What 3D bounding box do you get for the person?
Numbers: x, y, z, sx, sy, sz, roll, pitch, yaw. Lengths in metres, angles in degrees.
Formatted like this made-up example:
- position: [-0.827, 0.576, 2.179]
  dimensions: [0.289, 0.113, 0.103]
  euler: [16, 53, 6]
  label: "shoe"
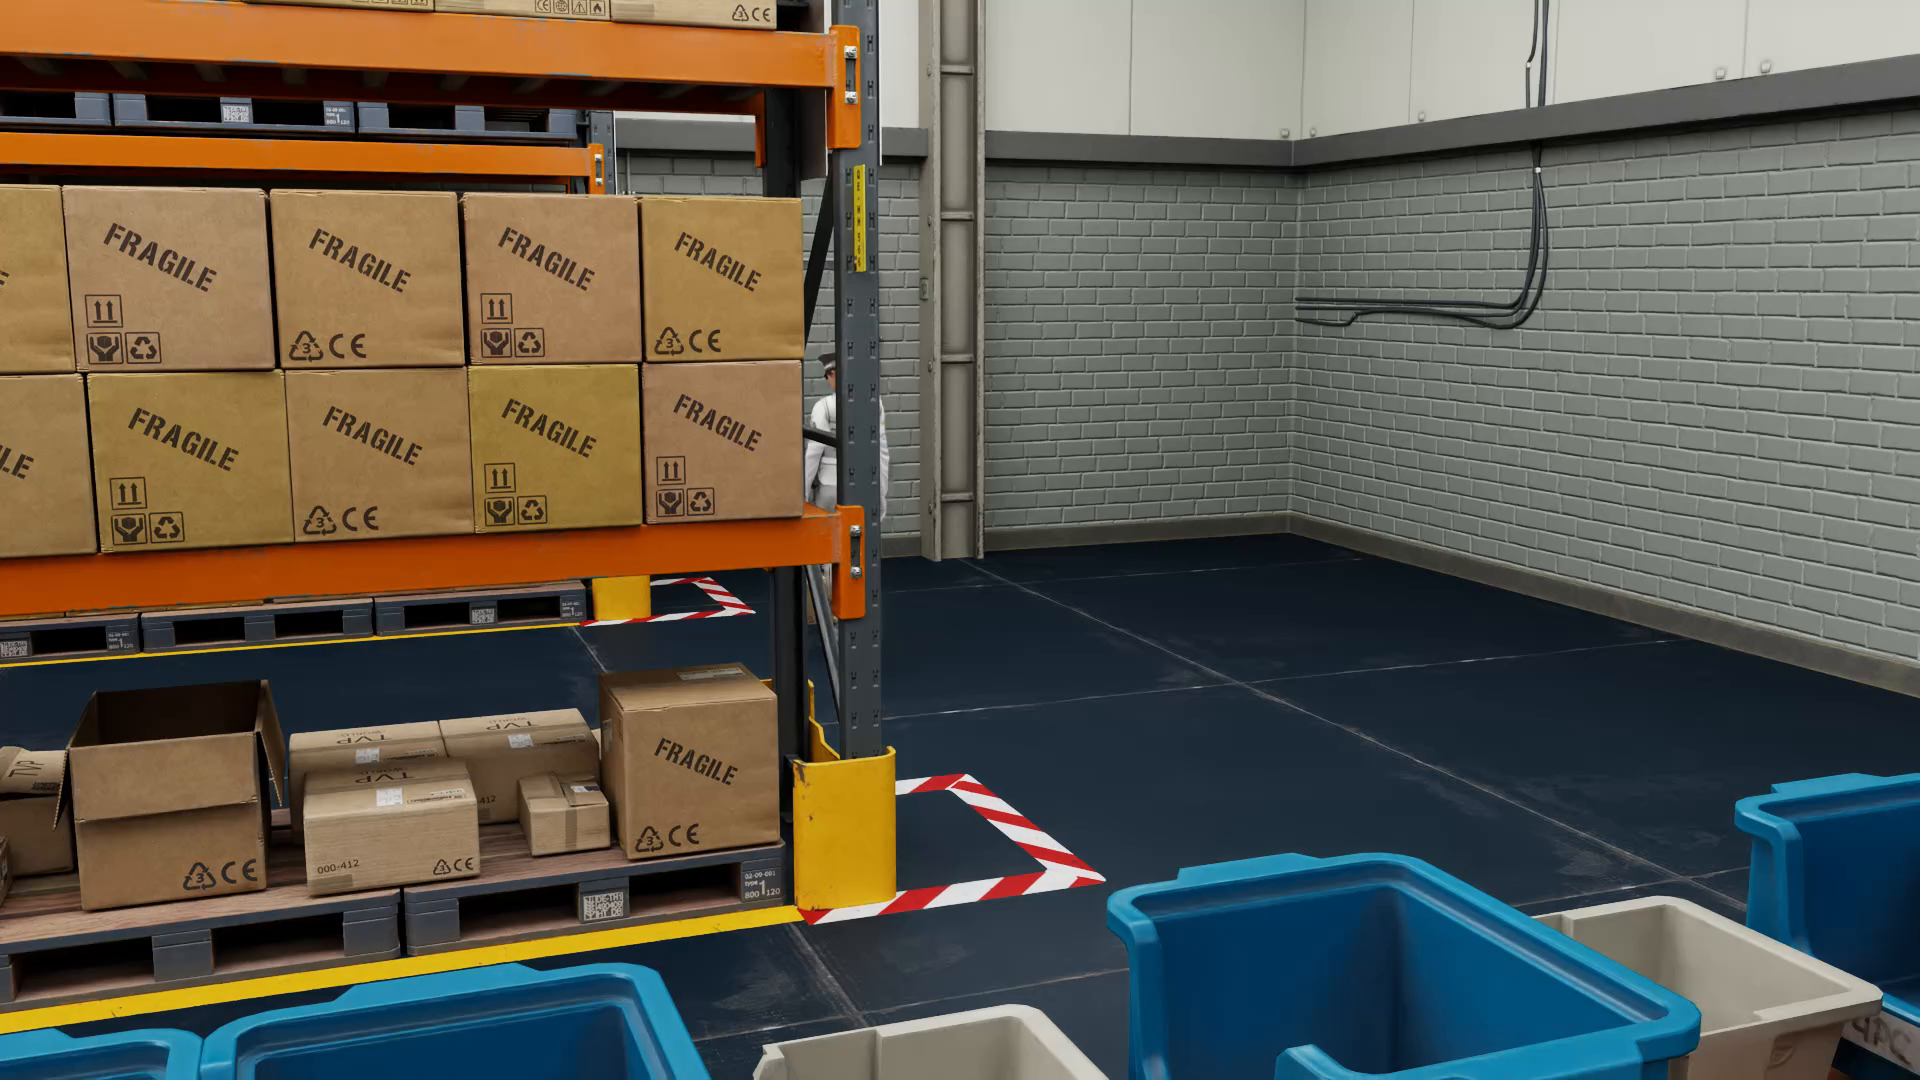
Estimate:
- position: [-0.694, -0.270, 9.488]
  dimensions: [0.519, 1.638, 0.742]
  euler: [-5, 10, -28]
  label: "person"
